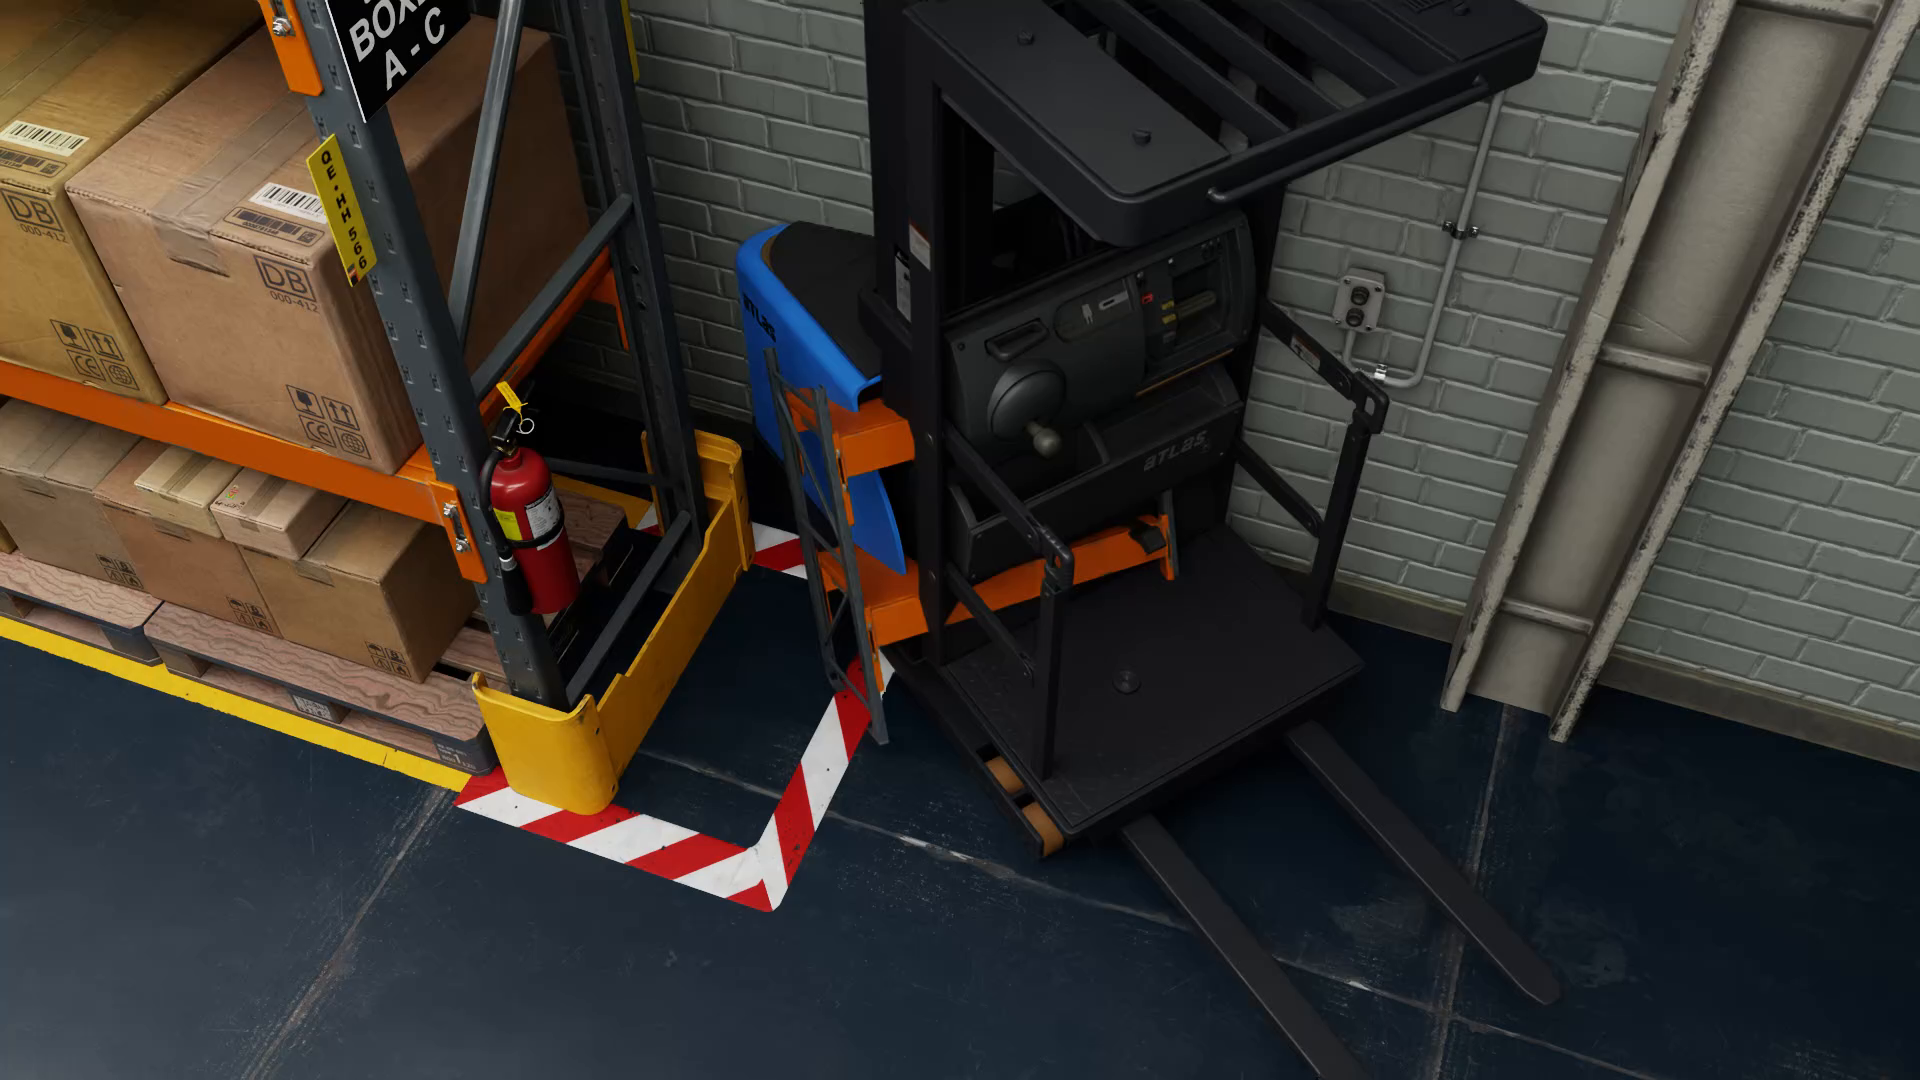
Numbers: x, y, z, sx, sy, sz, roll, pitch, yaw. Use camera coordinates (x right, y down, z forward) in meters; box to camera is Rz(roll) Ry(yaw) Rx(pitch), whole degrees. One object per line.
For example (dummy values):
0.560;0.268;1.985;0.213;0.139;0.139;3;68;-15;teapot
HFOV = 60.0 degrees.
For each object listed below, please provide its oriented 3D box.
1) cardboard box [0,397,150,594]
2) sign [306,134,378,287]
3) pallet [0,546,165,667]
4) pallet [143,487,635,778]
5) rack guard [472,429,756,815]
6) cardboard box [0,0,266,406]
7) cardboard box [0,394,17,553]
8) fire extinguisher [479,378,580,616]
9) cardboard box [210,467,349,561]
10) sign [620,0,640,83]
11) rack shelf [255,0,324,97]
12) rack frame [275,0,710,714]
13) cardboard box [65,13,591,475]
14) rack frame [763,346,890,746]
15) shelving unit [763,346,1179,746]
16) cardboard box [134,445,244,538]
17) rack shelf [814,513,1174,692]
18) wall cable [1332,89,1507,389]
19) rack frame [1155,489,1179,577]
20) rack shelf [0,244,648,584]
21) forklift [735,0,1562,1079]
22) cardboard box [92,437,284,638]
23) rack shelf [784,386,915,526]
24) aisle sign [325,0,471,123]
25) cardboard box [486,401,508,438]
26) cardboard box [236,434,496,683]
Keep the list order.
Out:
-2.701;-0.294;5.396;0.500;0.500;0.700;14;51;12;cardboard box
-1.270;-0.677;3.428;0.005;0.325;0.100;16;51;13;sign
-2.986;-0.162;5.751;1.213;0.211;1.003;16;51;13;pallet
-1.846;0.159;5.473;1.213;0.211;1.003;16;51;13;pallet
-1.046;0.224;5.225;0.348;0.500;1.175;16;51;13;rack guard
-2.237;-1.008;4.440;0.700;0.700;0.980;15;51;13;cardboard box
-3.204;-0.429;5.513;0.500;0.500;0.700;17;51;14;cardboard box
-1.087;-0.087;4.138;0.183;0.674;0.296;16;51;13;fire extinguisher
-1.943;-0.149;4.841;0.250;0.149;0.380;15;51;13;cardboard box
-0.871;-1.302;4.268;0.005;0.325;0.100;16;51;13;sign
-2.945;-1.871;3.878;4.000;0.370;1.077;16;51;13;rack shelf
-1.069;-0.601;4.286;0.127;3.000;1.000;16;51;13;rack frame
-1.550;-0.826;4.282;0.700;0.700;0.980;18;51;15;cardboard box
-0.398;0.019;4.945;0.032;1.125;0.500;-17;25;-18;rack frame
0.066;-0.121;5.100;1.048;1.125;0.538;-17;25;-18;shelving unit
-2.183;-0.215;4.899;0.250;0.149;0.380;17;51;14;cardboard box
0.099;0.100;5.199;1.000;0.278;0.538;-17;25;-18;rack shelf
0.460;-1.269;4.192;1.851;1.984;0.084;16;51;13;wall cable
0.529;-0.261;5.256;0.032;1.125;0.500;-17;25;-18;rack frame
-2.945;-0.889;5.012;4.000;0.370;1.077;16;51;13;rack shelf
0.503;-0.435;4.188;1.130;2.935;3.031;-26;54;-21;forklift
-2.229;-0.163;5.283;0.500;0.500;0.700;15;51;13;cardboard box
0.026;-0.385;4.981;1.000;0.278;0.538;-17;25;-18;rack shelf
-1.105;-1.221;3.103;0.004;0.787;0.394;16;51;13;aisle sign
-1.573;-0.354;5.018;0.250;0.149;0.380;16;51;13;cardboard box
-1.760;-0.032;5.169;0.500;0.500;0.700;16;51;13;cardboard box
